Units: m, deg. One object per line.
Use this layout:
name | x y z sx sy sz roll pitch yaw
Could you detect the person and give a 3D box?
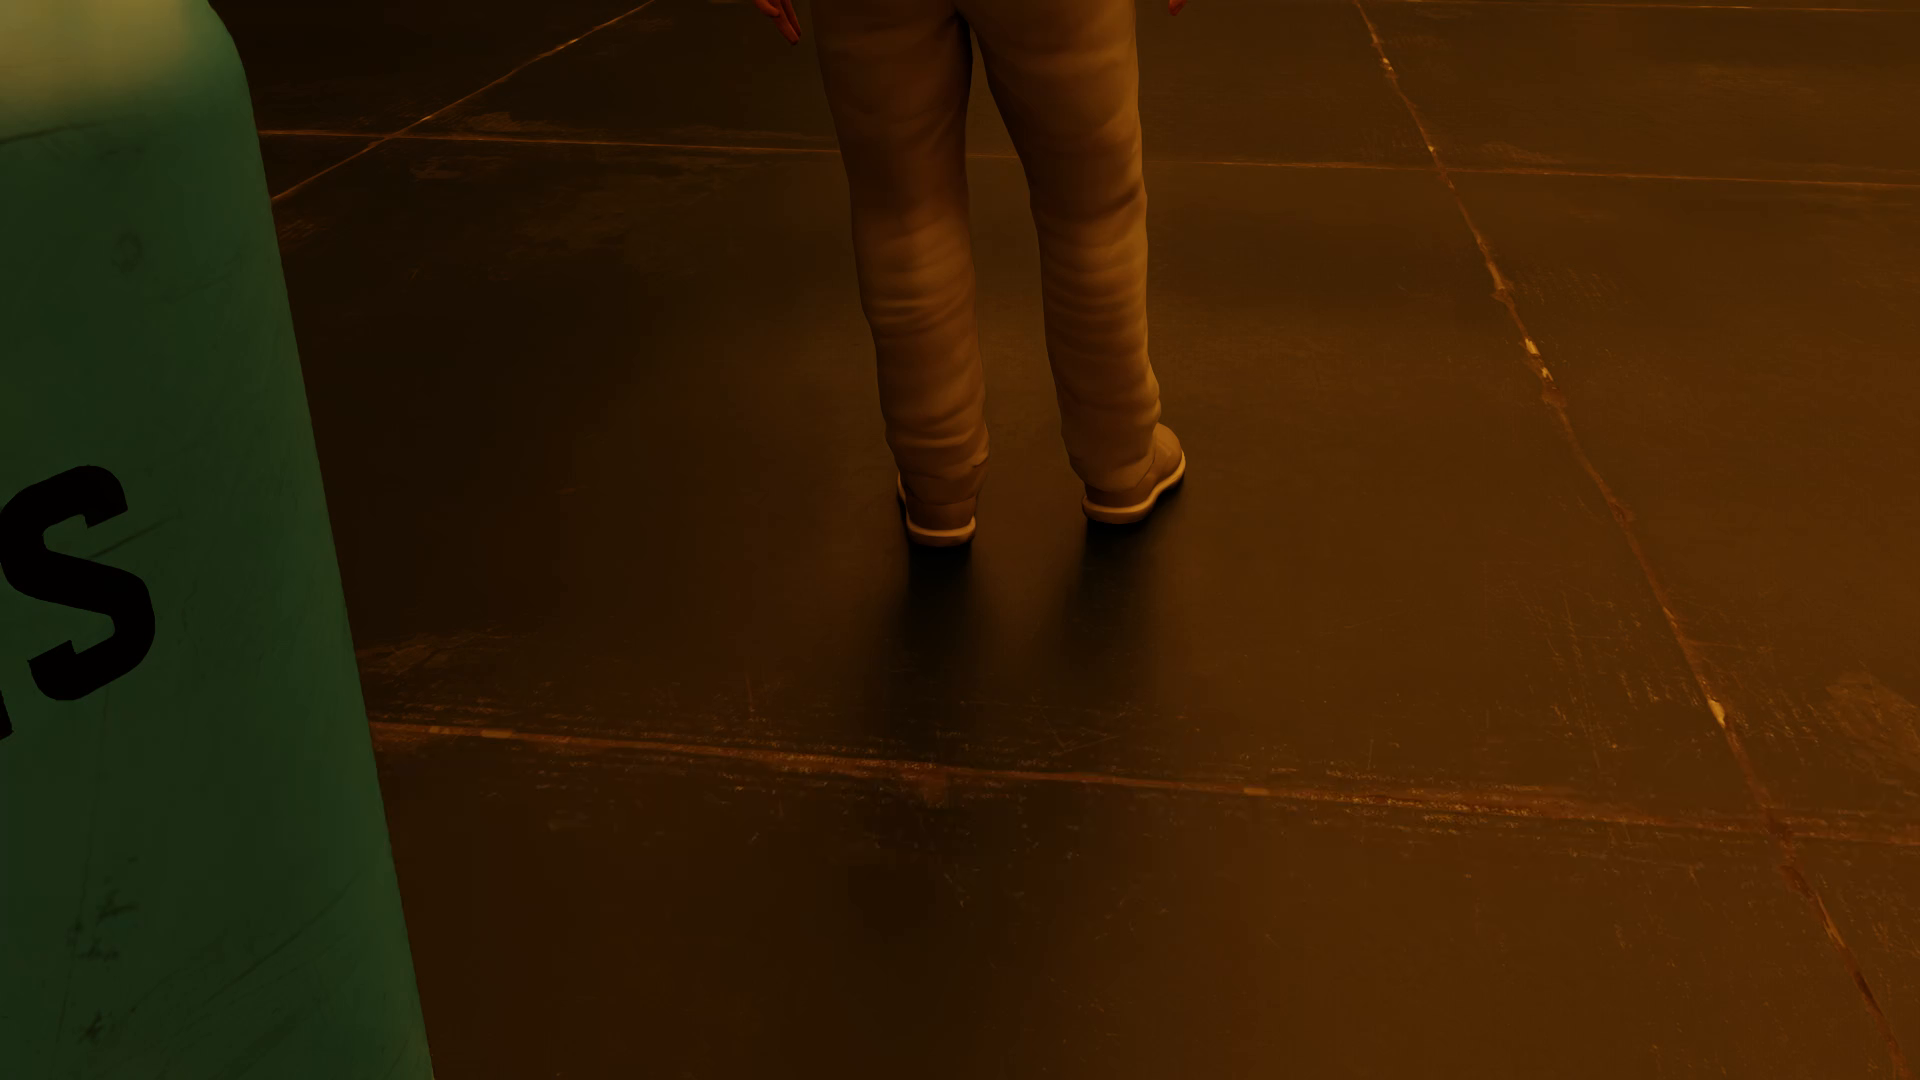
person | 0.022 -0.837 2.166 0.640 1.781 0.575 3 27 7
